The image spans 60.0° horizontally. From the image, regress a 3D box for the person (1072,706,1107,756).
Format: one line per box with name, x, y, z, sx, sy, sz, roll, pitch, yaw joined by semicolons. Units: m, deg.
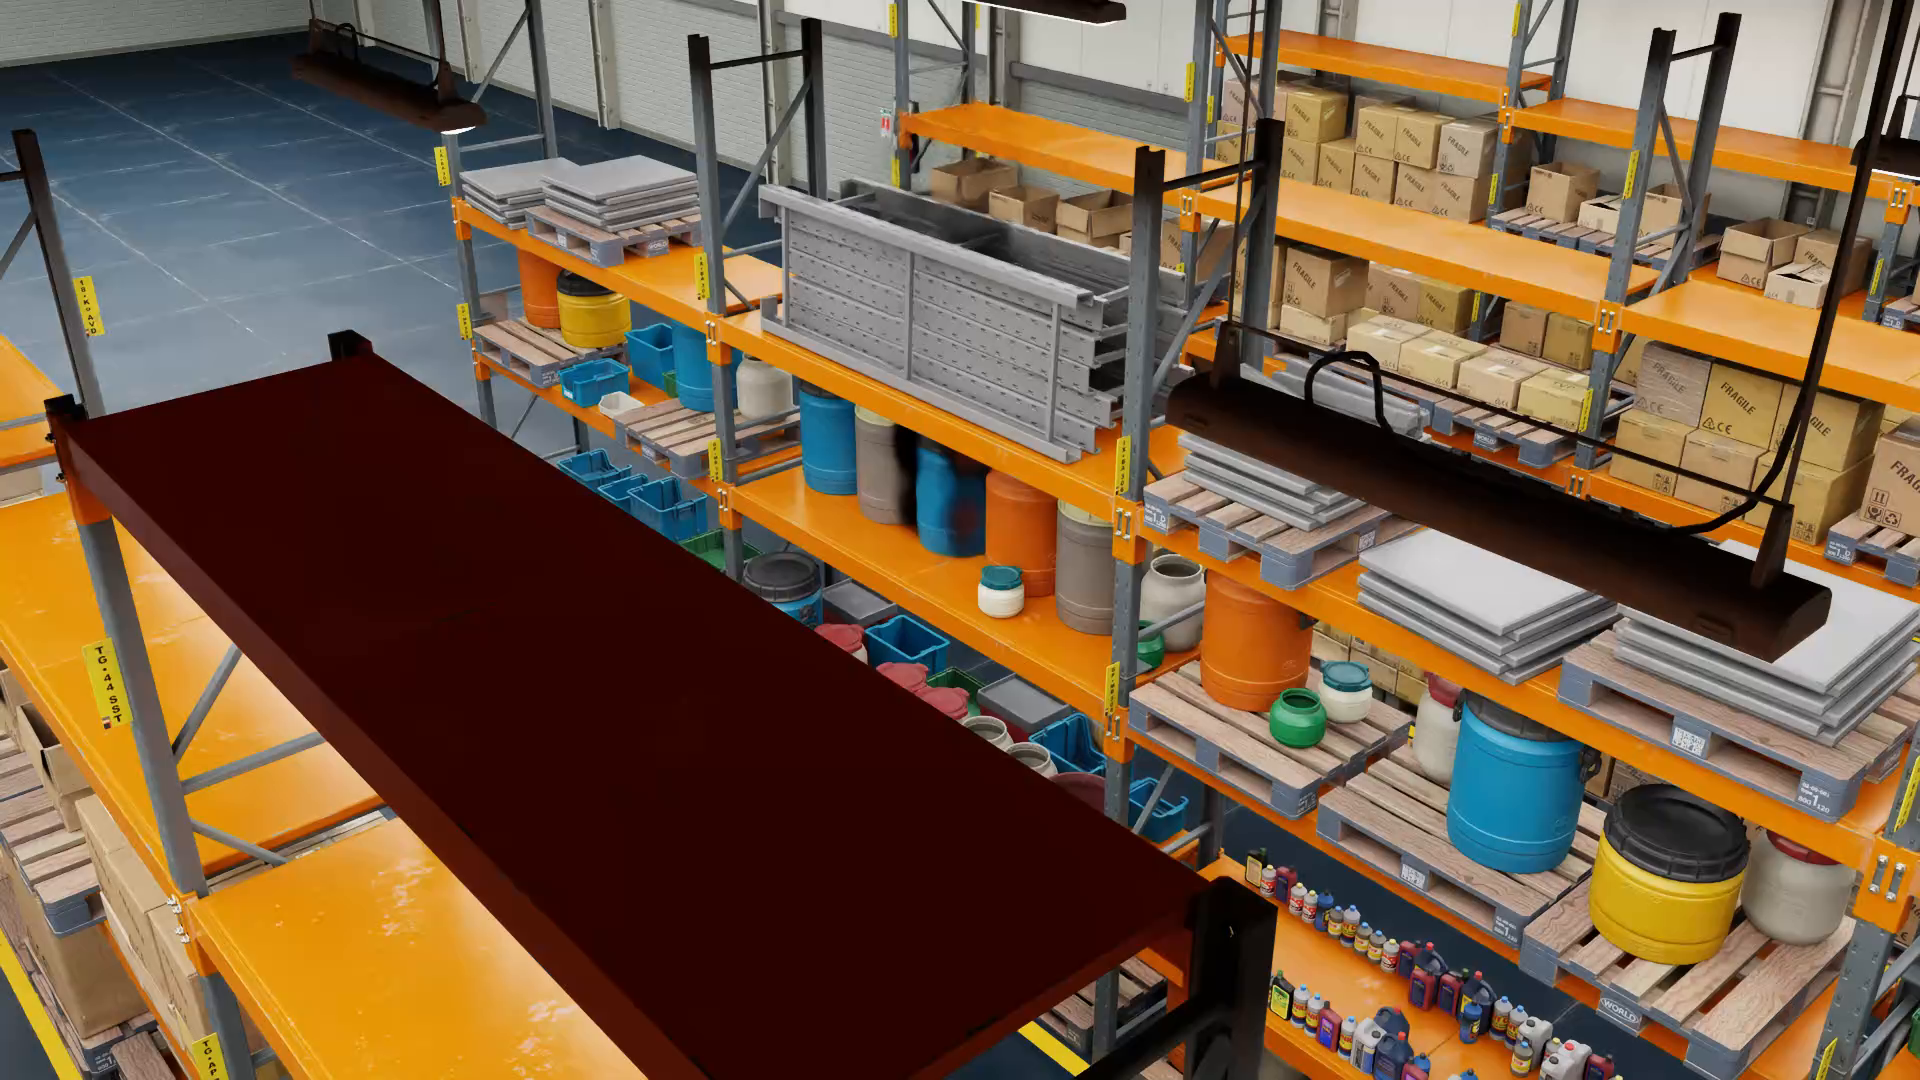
person;0.930;1.097;13.513;0.897;1.658;0.575;24;35;38
